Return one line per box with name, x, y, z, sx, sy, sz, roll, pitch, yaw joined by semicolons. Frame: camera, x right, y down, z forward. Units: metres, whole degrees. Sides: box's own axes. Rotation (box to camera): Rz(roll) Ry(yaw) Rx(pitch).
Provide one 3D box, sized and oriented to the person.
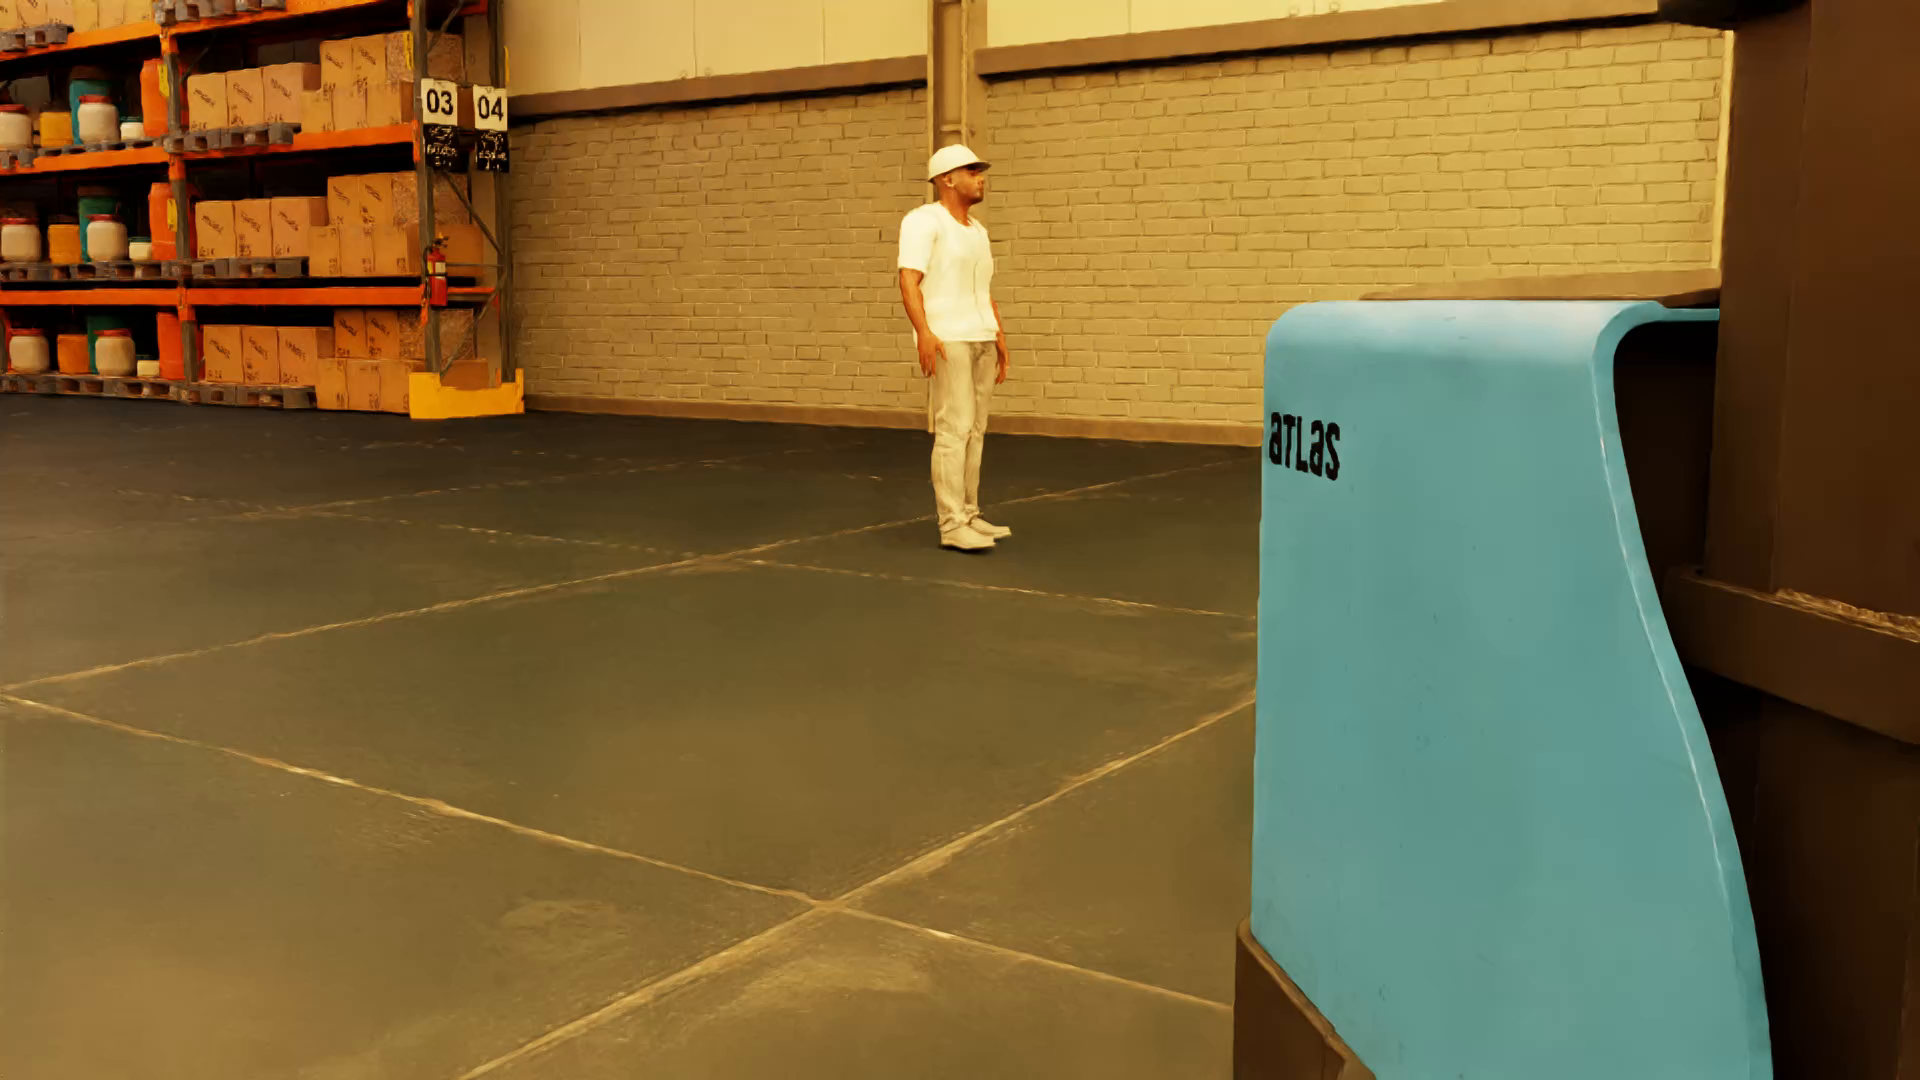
person;0.055;-0.875;7.435;0.576;1.766;0.665;5;10;34
